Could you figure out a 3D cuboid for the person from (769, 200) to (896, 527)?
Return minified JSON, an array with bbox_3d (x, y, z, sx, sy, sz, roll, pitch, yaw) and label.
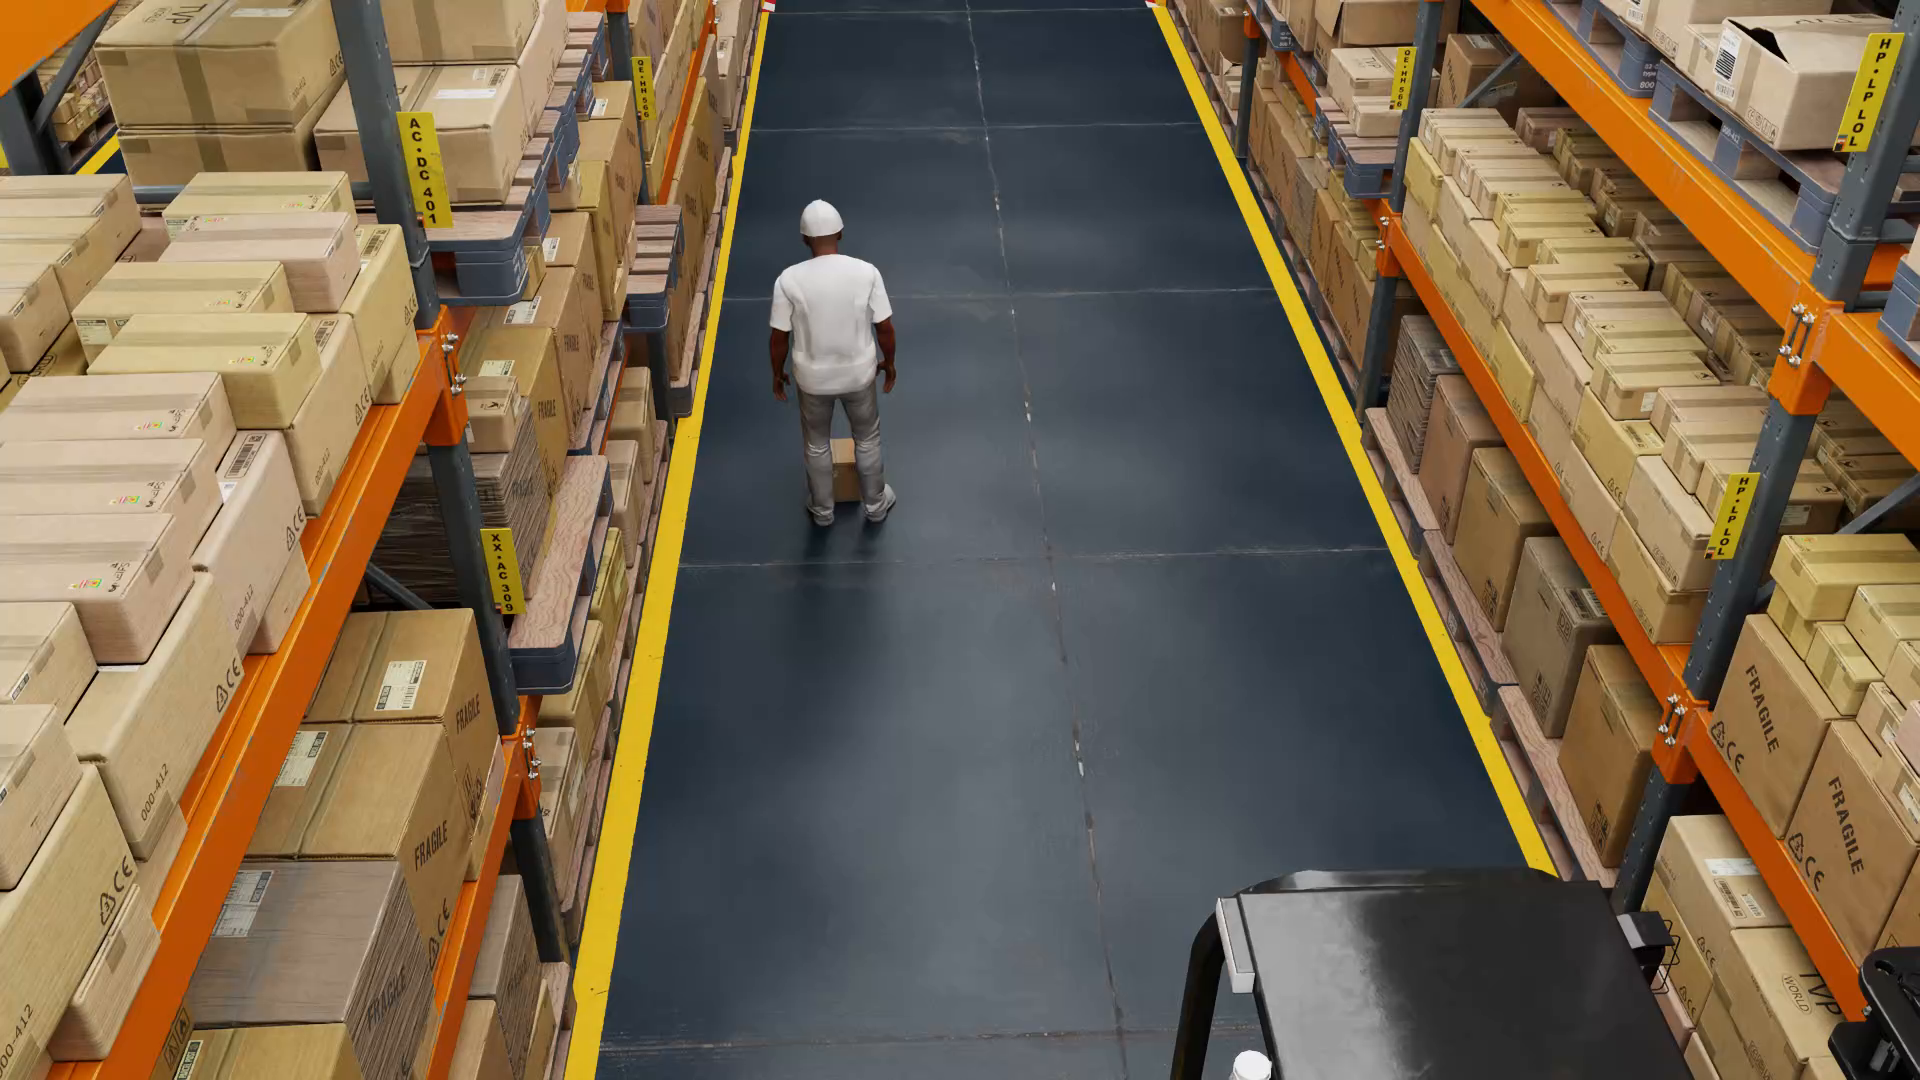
[{"bbox_3d":[-0.638,-0.865,8.415,0.634,1.760,0.459,-4,35,-6],"label":"person"}]
